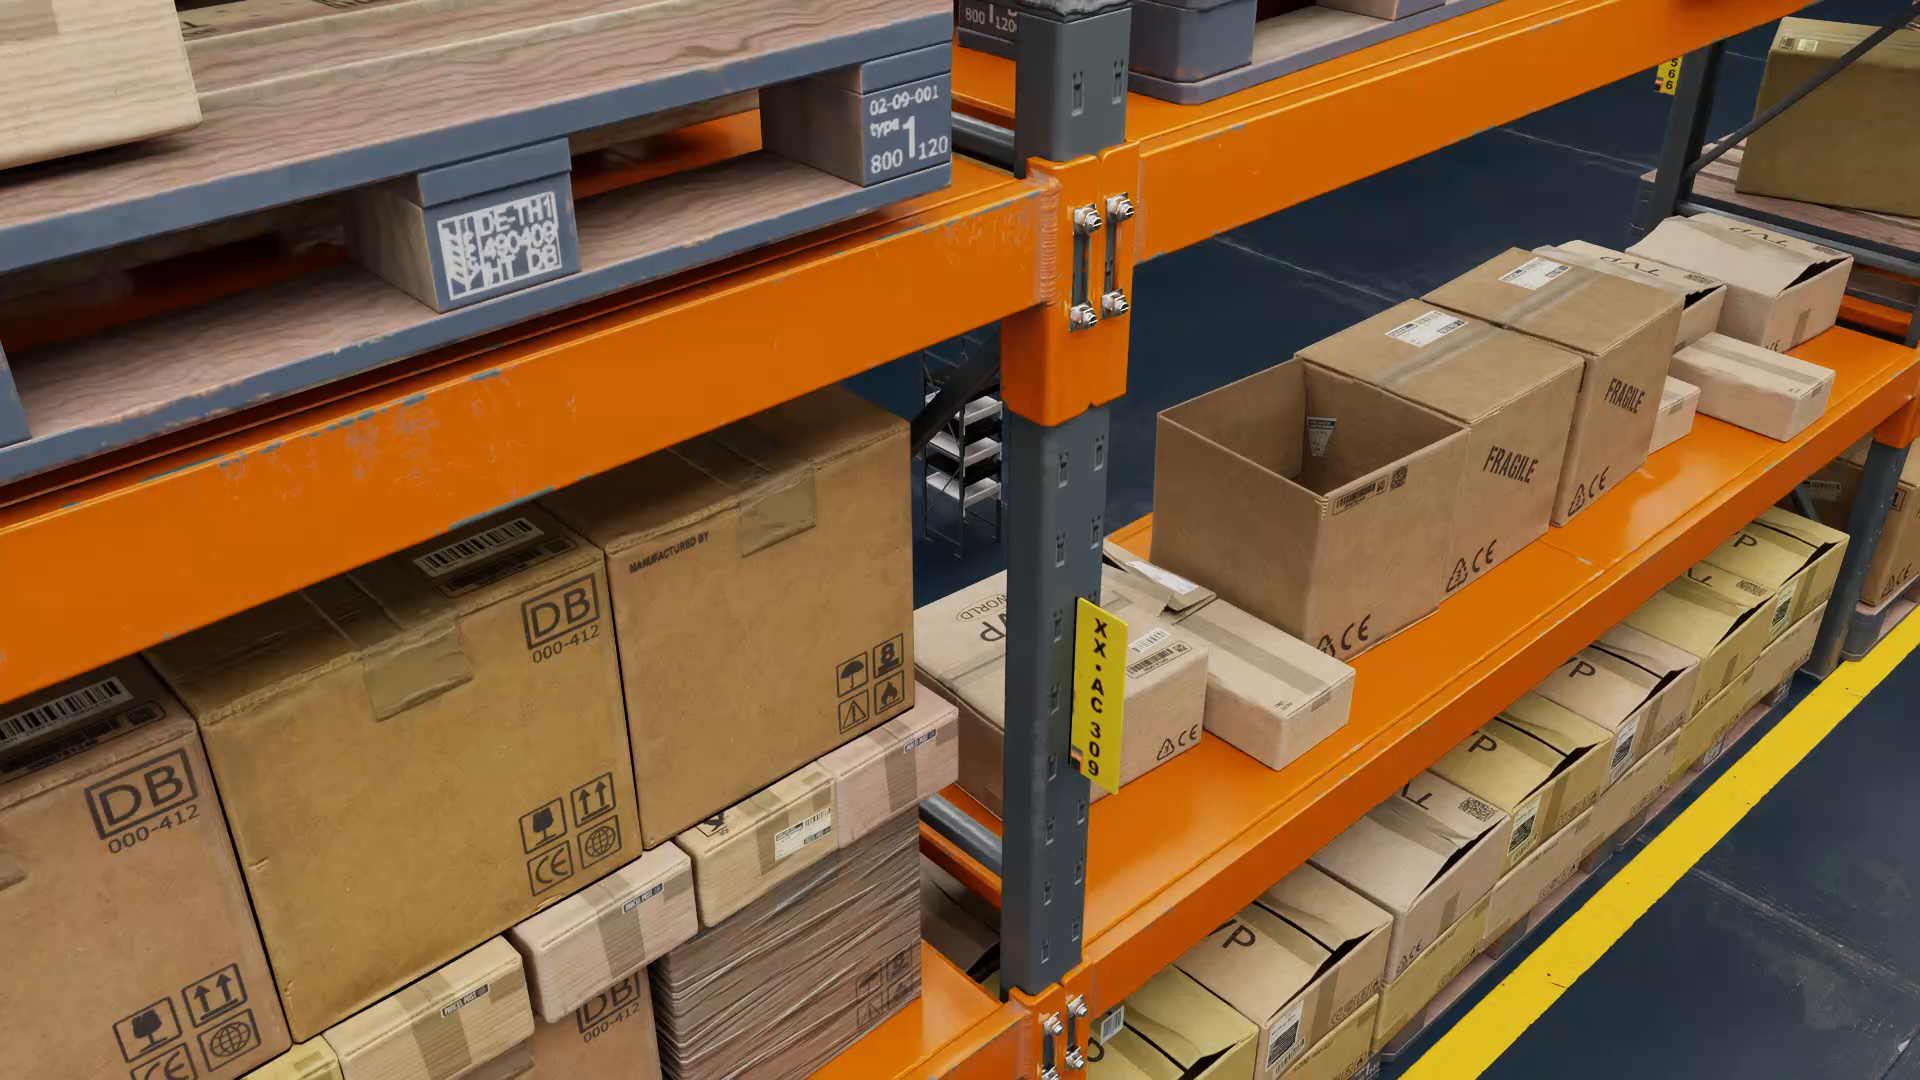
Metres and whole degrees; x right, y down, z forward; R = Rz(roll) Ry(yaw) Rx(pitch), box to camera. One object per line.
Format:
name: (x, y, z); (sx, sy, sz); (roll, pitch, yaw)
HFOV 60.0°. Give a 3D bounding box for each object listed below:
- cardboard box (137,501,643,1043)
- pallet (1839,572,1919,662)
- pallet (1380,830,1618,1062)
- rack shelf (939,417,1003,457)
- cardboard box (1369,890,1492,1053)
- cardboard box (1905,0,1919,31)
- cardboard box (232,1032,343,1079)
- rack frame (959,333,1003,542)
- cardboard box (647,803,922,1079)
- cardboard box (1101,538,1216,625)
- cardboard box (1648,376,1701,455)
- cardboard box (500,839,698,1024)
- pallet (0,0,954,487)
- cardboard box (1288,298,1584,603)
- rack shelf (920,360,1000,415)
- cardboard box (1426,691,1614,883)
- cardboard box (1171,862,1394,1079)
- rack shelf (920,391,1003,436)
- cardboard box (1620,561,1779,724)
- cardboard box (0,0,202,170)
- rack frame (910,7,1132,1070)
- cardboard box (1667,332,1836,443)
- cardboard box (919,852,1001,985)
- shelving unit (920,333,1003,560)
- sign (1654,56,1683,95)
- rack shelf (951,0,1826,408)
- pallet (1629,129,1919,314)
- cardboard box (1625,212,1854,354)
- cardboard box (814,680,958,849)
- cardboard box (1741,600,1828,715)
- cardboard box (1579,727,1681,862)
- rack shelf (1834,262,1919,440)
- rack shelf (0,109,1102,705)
cardboard box: (-0.856, 0.179, 2.242); (0.500, 0.500, 0.700); (-26, 40, -36)
pallet: (3.341, -0.044, 6.619); (1.213, 0.211, 1.003); (-26, 40, -35)
pallet: (1.244, 0.914, 5.052); (1.213, 0.211, 1.003); (-26, 40, -35)
rack shelf: (0.006, -0.435, 6.490); (0.200, 0.077, 0.258); (-26, 40, -35)
cardboard box: (1.053, 1.016, 4.446); (0.500, 0.250, 0.500); (-27, 41, -37)
cardboard box: (3.954, -1.723, 6.193); (0.500, 0.500, 0.700); (-18, 36, -27)
cardboard box: (-0.966, 0.655, 2.086); (0.250, 0.149, 0.380); (-26, 40, -36)
rack frame: (0.081, -0.423, 6.579); (0.006, 0.900, 0.240); (-26, 40, -35)
cardboard box: (-0.486, 0.553, 2.874); (0.500, 0.500, 0.700); (-27, 41, -37)
cardboard box: (0.355, 0.111, 3.822); (0.258, 0.266, 0.396); (-27, 40, -37)
cardboard box: (1.871, -0.402, 4.773); (0.250, 0.149, 0.380); (-23, 38, -32)
cardboard box: (-0.592, 0.476, 2.379); (0.250, 0.149, 0.380); (-27, 41, -37)
pallet: (-0.773, -0.494, 1.891); (1.213, 0.211, 1.003); (-26, 40, -35)
cardboard box: (1.163, -0.237, 4.167); (0.500, 0.500, 0.500); (-26, 40, -35)
rack shelf: (0.006, -0.589, 6.396); (0.200, 0.077, 0.258); (-26, 40, -35)
cardboard box: (1.434, 0.593, 4.600); (0.500, 0.311, 0.500); (-25, 39, -34)
cardboard box: (0.678, 0.964, 3.994); (0.500, 0.311, 0.500); (-26, 40, -36)
rack shelf: (0.006, -0.512, 6.443); (0.200, 0.077, 0.258); (-26, 40, -35)
cardboard box: (2.175, 0.239, 5.180); (0.500, 0.311, 0.500); (-27, 40, -36)
cardboard box: (-0.864, -0.443, 1.428); (0.250, 0.149, 0.380); (-26, 40, -35)
rack frame: (-0.165, 0.436, 3.162); (0.127, 3.000, 1.000); (-26, 40, -35)
cardboard box: (2.297, -0.451, 4.853); (0.250, 0.149, 0.380); (-26, 40, -35)
cardboard box: (-0.063, 0.937, 4.038); (0.500, 0.311, 0.500); (-26, 40, -35)
shelving unit: (0.006, -0.387, 6.520); (0.210, 0.900, 0.258); (-26, 40, -35)
sign: (2.392, -1.647, 5.535); (0.005, 0.325, 0.100); (-26, 40, -35)
rack shelf: (1.302, -1.246, 3.727); (4.000, 0.370, 1.077); (-26, 40, -35)
pallet: (3.217, -1.168, 5.969); (1.003, 0.211, 1.213); (-26, 40, -35)
cardboard box: (2.472, -0.833, 5.322); (0.500, 0.311, 0.500); (-23, 38, -33)
cardboard box: (-0.219, 0.295, 2.675); (0.250, 0.149, 0.380); (-26, 40, -35)
cardboard box: (2.548, 0.291, 5.632); (0.500, 0.250, 0.500); (-25, 39, -34)
cardboard box: (1.802, 0.652, 5.041); (0.500, 0.250, 0.500); (-25, 39, -34)
rack shelf: (4.235, -1.385, 6.830); (4.000, 0.370, 1.077); (-26, 40, -35)
rack shelf: (-1.632, 0.173, 1.407); (4.000, 0.370, 1.077); (-26, 40, -35)
